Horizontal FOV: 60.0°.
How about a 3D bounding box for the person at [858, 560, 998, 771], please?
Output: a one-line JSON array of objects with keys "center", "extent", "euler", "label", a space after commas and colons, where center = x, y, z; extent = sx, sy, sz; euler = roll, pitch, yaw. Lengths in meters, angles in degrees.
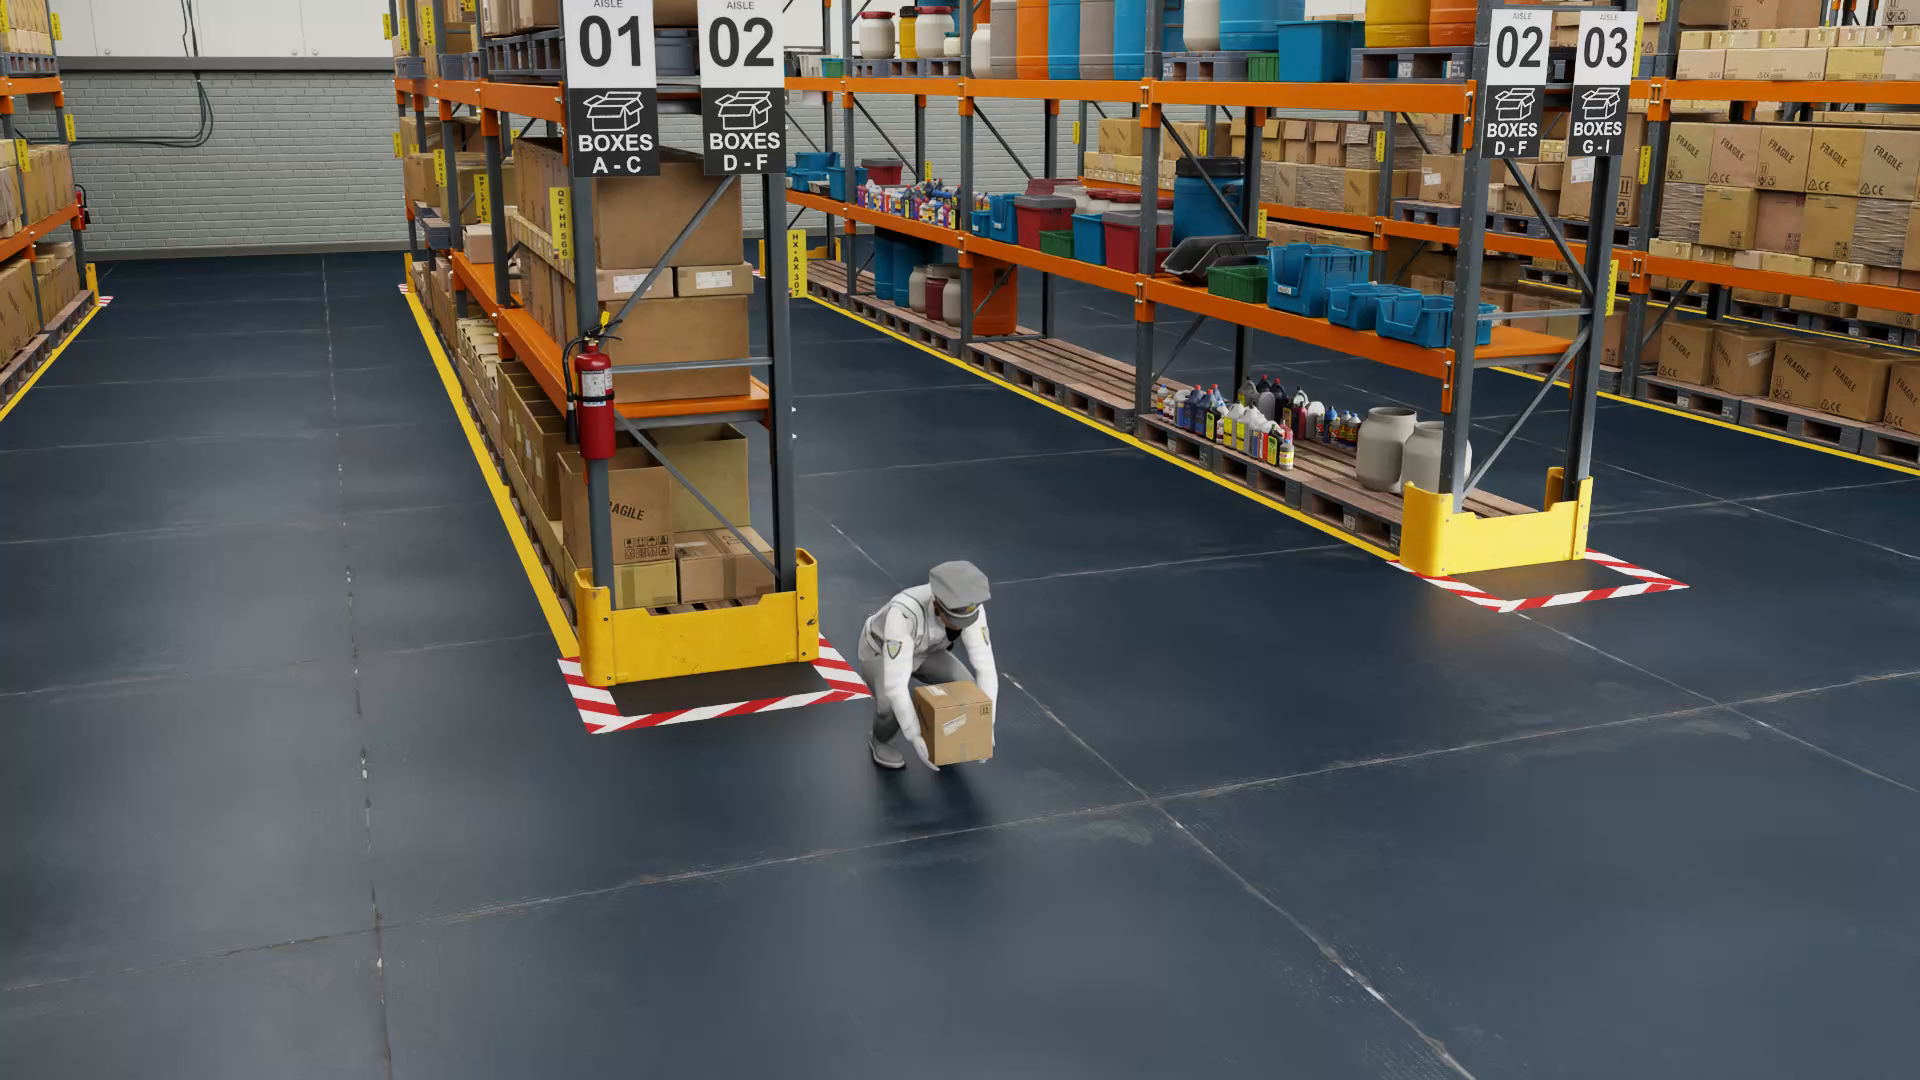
[{"center": [-0.141, 0.508, 7.032], "extent": [0.495, 0.964, 0.825], "euler": [-6, 17, -20], "label": "person"}]
